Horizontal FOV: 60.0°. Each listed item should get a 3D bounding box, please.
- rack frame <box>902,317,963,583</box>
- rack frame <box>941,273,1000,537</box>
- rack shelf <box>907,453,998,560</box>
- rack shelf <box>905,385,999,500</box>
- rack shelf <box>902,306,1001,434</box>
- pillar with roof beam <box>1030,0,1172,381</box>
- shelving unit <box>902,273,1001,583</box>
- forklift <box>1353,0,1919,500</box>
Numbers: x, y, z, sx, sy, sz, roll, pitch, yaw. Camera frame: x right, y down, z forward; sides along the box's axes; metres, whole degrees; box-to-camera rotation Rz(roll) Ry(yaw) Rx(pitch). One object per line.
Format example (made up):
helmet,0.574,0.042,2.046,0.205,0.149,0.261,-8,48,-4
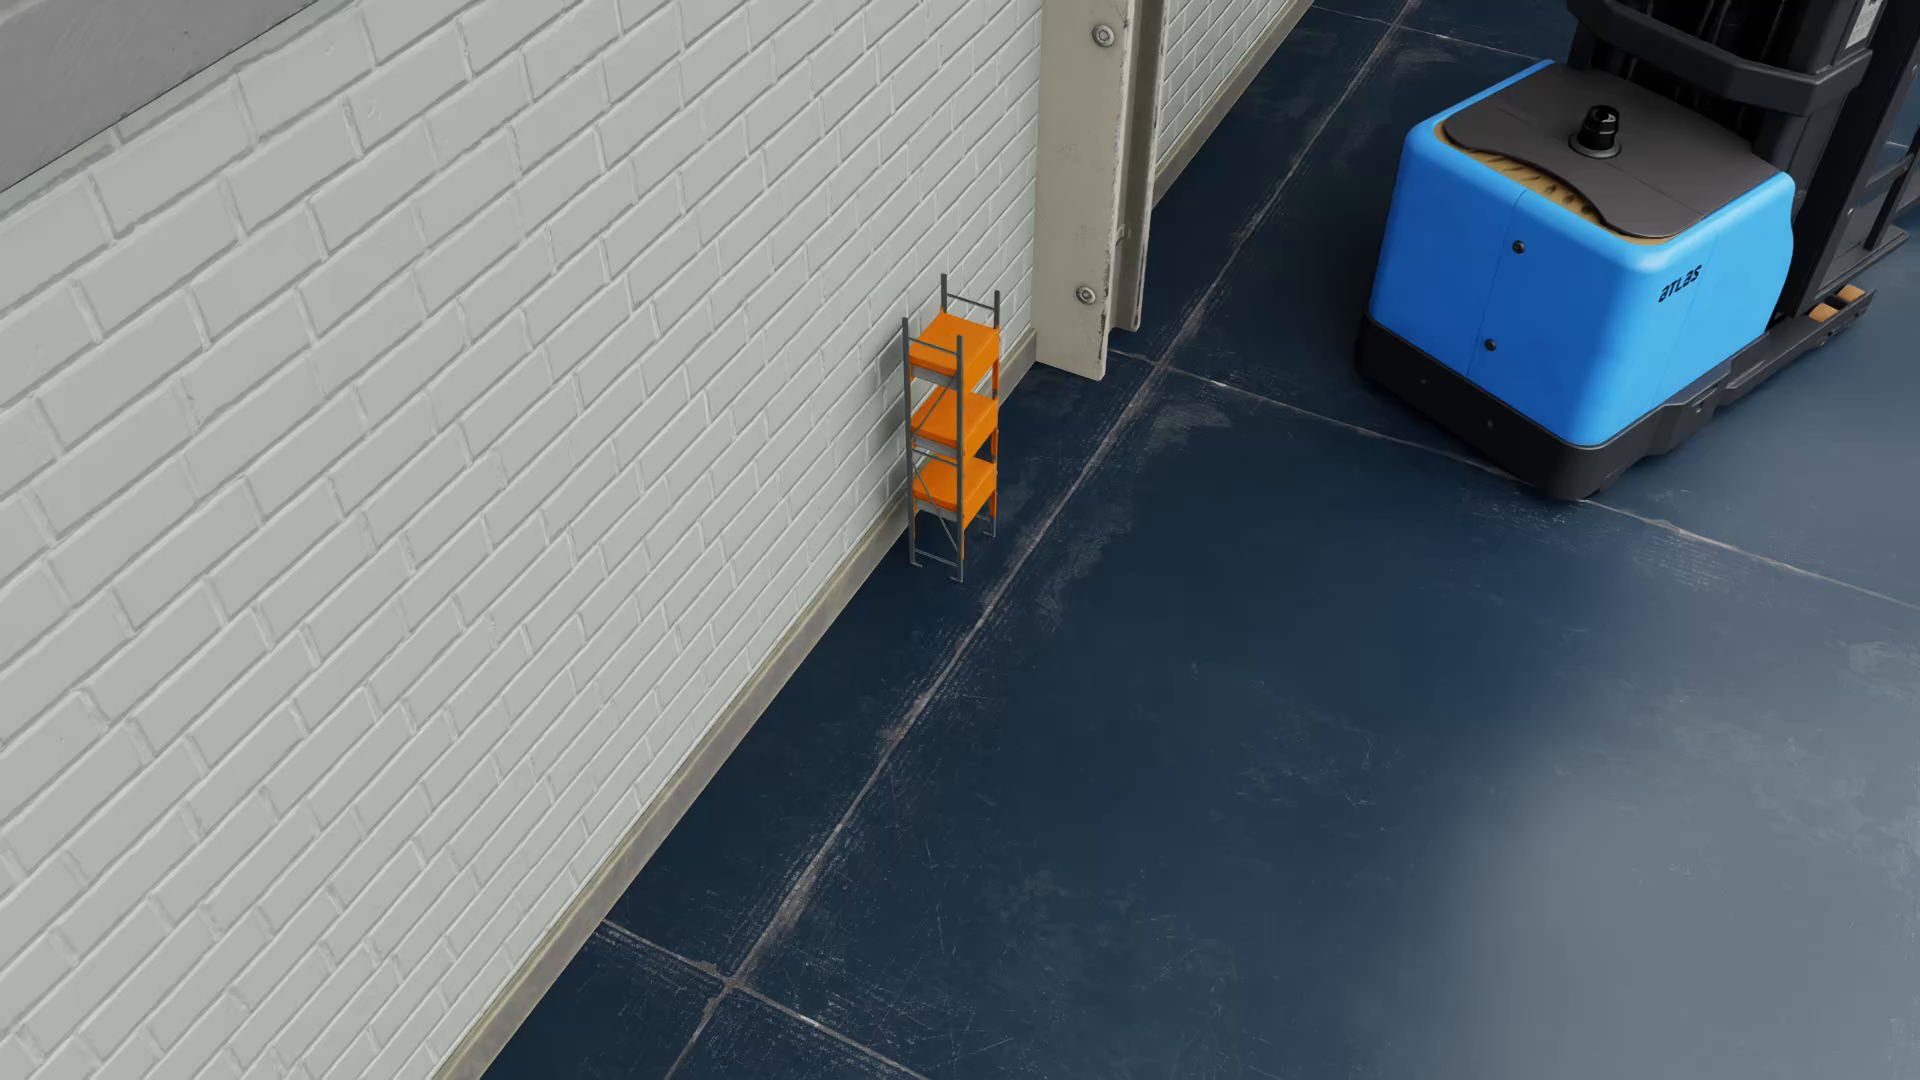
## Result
rack frame,-0.081,-0.258,5.267,0.200,1.050,0.008,20,49,19
rack frame,0.032,-0.412,5.419,0.200,1.050,0.008,20,49,19
rack shelf,-0.025,-0.133,5.548,0.215,0.259,0.240,20,49,19
rack shelf,-0.025,-0.328,5.351,0.215,0.259,0.240,20,49,19
rack shelf,-0.025,-0.527,5.149,0.215,0.259,0.240,20,49,19
pillar with roof beam,4.301,-2.523,1.917,9.100,9.000,0.400,20,49,19
shelving unit,-0.025,-0.335,5.343,0.215,1.050,0.252,20,49,19
forklift,2.962,-2.051,5.716,3.031,2.935,1.130,-30,52,-26
